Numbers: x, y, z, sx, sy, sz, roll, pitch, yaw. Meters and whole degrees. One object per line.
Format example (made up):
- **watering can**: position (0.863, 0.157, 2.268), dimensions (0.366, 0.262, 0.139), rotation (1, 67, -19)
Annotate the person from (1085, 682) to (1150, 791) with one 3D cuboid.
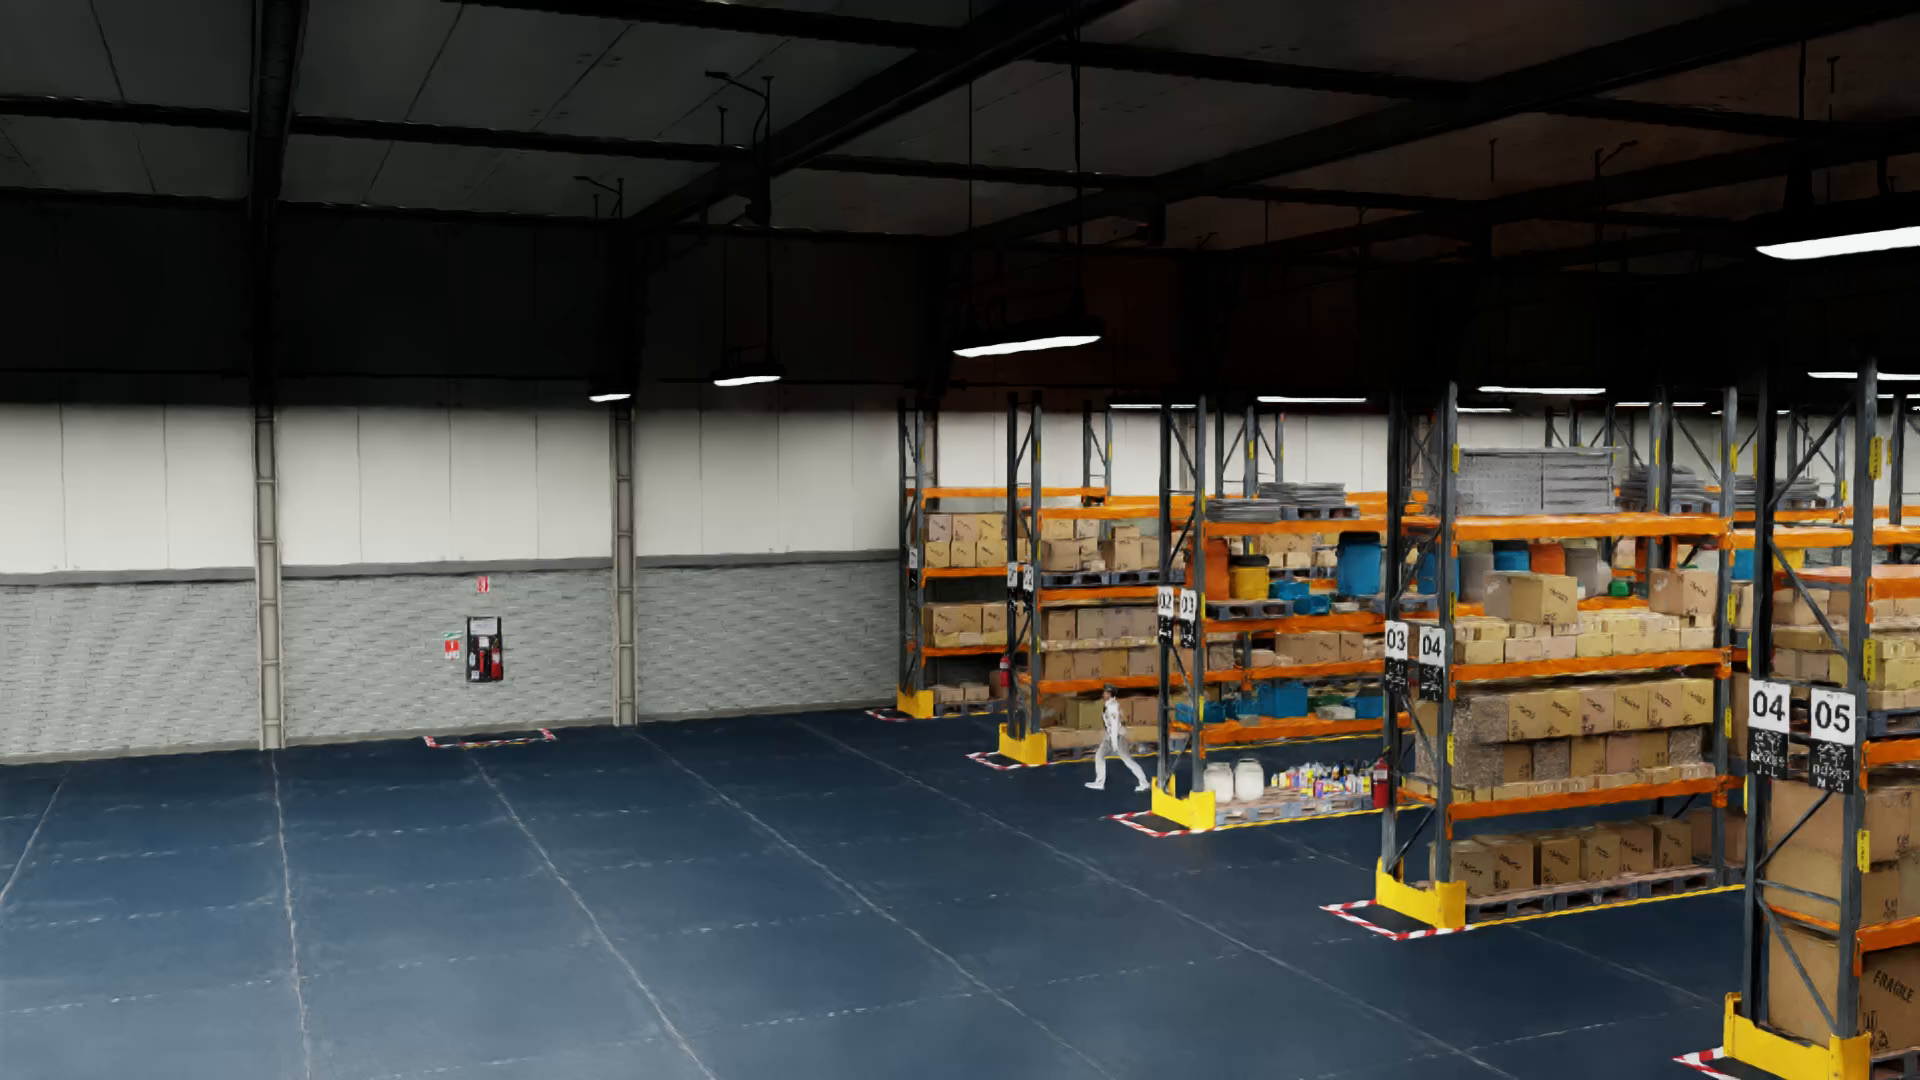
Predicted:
- **person**: position (2.338, 2.910, 24.631), dimensions (0.933, 1.611, 0.519), rotation (0, 3, -3)
